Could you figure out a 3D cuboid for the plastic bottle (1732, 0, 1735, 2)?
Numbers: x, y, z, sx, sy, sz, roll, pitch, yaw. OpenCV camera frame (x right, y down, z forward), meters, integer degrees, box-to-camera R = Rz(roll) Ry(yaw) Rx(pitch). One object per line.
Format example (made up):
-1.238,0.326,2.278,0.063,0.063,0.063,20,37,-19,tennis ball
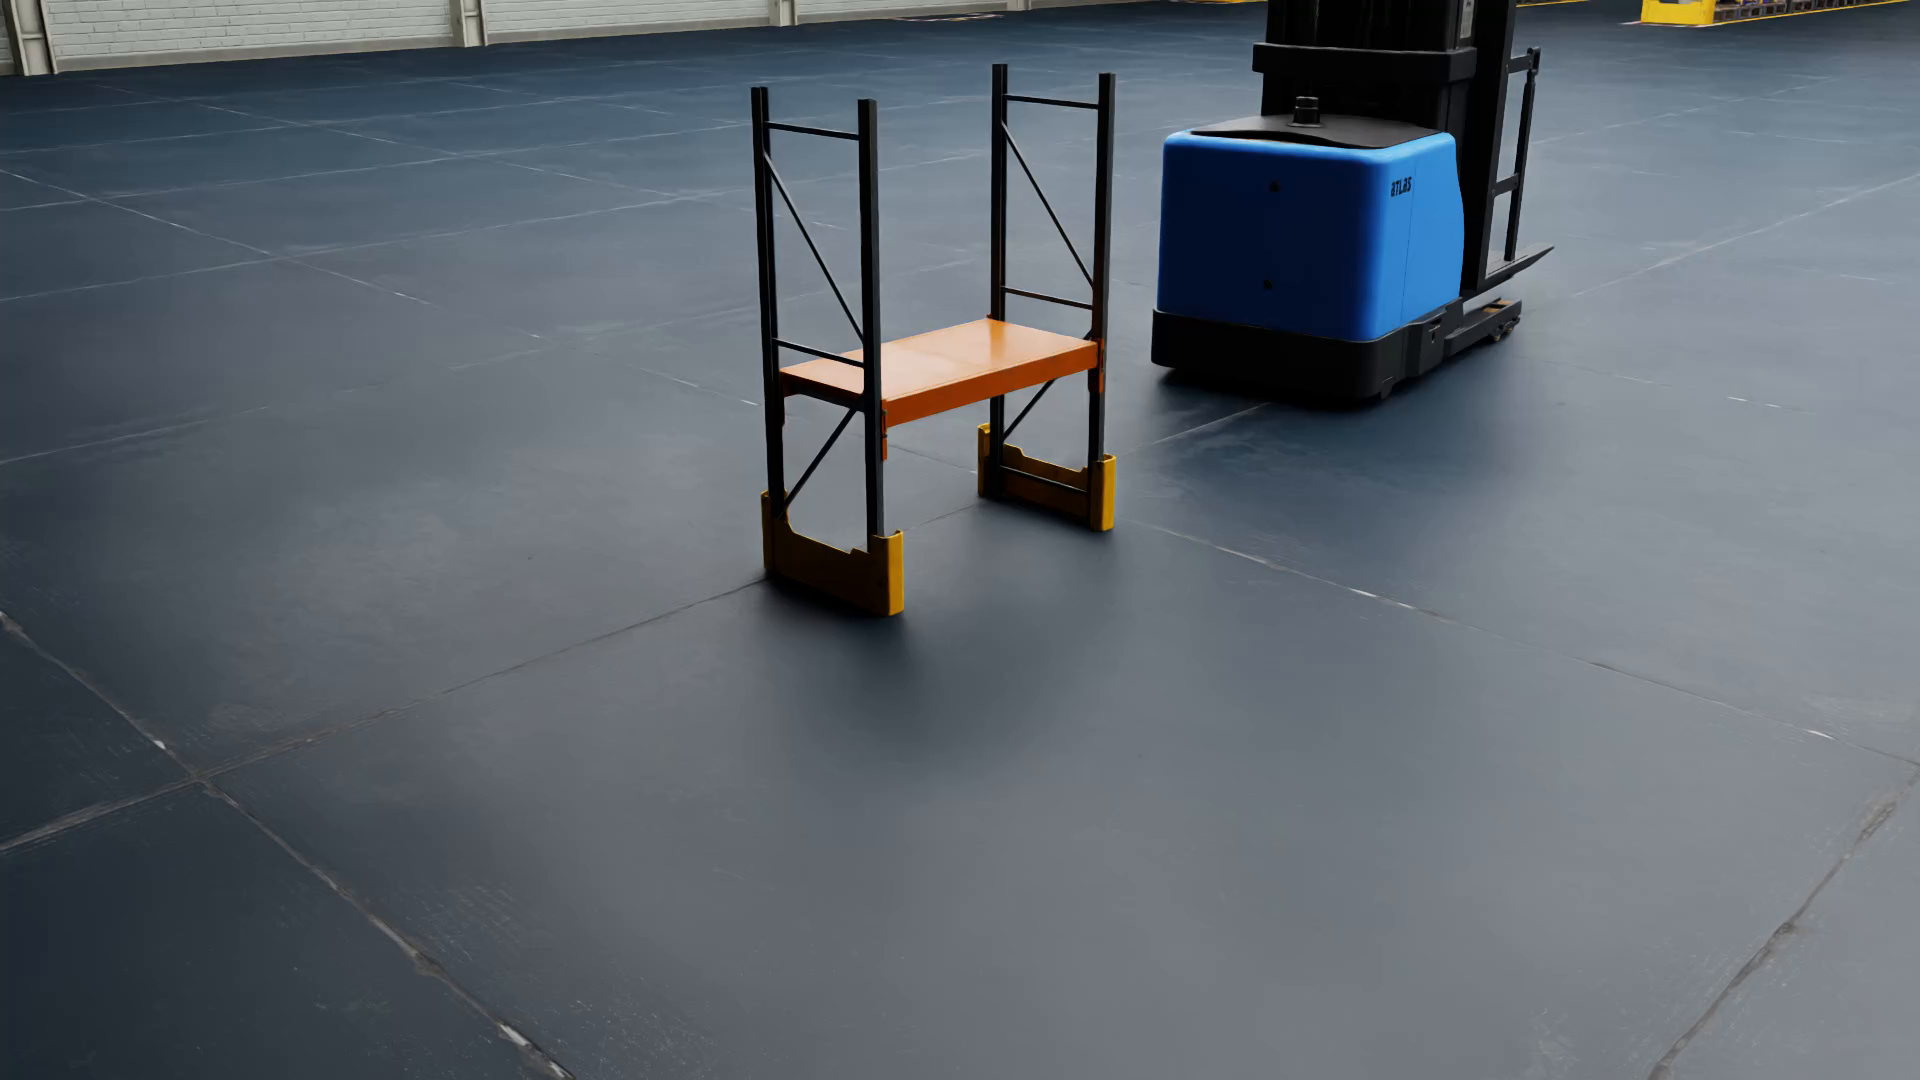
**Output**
14.595,-10.313,31.305,0.144,0.351,0.185,19,28,41,plastic bottle

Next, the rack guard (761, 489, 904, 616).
-0.401,0.031,5.146,0.587,0.250,0.087,19,28,41,rack guard

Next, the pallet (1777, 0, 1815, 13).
15.872,-10.394,32.323,1.003,0.211,1.213,19,28,41,pallet

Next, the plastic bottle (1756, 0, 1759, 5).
14.634,-10.007,30.613,0.135,0.276,0.152,-20,28,-41,plastic bottle

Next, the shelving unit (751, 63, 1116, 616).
-0.053,-0.680,5.255,0.587,1.500,1.083,19,28,41,shelving unit

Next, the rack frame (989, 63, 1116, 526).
0.295,-0.809,5.588,0.500,1.500,0.032,19,28,41,rack frame

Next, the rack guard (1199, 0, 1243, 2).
5.516,-11.788,35.547,1.175,0.500,0.348,19,28,41,rack guard

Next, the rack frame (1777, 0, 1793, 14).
15.352,-11.484,31.272,1.000,3.000,0.127,19,28,41,rack frame

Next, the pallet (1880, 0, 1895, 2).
19.514,-11.736,35.814,1.003,0.211,1.213,19,28,41,pallet

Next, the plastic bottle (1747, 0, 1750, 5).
14.359,-9.889,30.313,0.097,0.271,0.097,0,21,0,plastic bottle

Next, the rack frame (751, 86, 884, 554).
-0.414,-0.547,4.908,0.500,1.500,0.032,19,28,41,rack frame

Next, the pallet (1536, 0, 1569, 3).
12.292,-11.622,35.518,1.003,0.211,1.213,19,28,41,pallet

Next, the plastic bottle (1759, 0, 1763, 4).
14.750,-10.083,30.705,0.144,0.351,0.185,19,28,40,plastic bottle

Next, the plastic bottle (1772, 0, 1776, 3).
15.253,-10.215,31.144,0.133,0.283,0.061,-18,28,-39,plastic bottle

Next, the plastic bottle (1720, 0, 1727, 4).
14.187,-10.126,30.922,0.152,0.276,0.135,19,28,41,plastic bottle

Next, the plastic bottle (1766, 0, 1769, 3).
14.975,-10.166,30.921,0.144,0.351,0.185,18,27,38,plastic bottle

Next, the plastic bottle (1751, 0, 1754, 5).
14.500,-9.942,30.448,0.097,0.271,0.097,0,21,0,plastic bottle

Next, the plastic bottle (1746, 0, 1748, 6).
14.289,-9.864,30.246,0.097,0.271,0.097,0,21,0,plastic bottle

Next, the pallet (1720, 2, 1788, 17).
14.854,-10.020,31.350,1.003,0.211,1.213,19,28,41,pallet

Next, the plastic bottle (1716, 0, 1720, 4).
14.051,-10.055,30.841,0.097,0.201,0.097,0,21,0,plastic bottle

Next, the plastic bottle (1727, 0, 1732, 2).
14.477,-10.245,31.237,0.097,0.271,0.097,0,21,0,plastic bottle

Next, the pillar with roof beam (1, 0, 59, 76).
-8.326,-8.885,16.149,9.100,9.000,0.400,19,28,41,pillar with roof beam

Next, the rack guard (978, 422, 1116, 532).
0.294,-0.225,5.812,0.587,0.250,0.087,19,28,41,rack guard

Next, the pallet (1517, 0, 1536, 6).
11.221,-11.229,34.495,1.003,0.211,1.213,19,28,41,pallet

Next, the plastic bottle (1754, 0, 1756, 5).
14.571,-9.935,30.529,0.097,0.201,0.097,0,21,0,plastic bottle

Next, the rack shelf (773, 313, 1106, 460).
-0.060,-0.510,5.313,0.538,0.185,1.000,19,28,41,rack shelf

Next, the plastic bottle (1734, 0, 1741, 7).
14.050,-9.776,30.017,0.097,0.271,0.097,0,21,0,plastic bottle

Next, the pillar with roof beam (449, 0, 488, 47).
-4.141,-10.428,20.161,9.100,9.000,0.400,19,28,41,pillar with roof beam

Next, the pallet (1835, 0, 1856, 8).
17.574,-11.021,33.954,1.003,0.211,1.213,19,28,41,pallet

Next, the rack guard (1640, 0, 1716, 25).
12.581,-9.320,29.127,1.175,0.500,0.348,19,28,41,rack guard

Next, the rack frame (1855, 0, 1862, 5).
18.142,-12.512,33.947,1.000,3.000,0.127,19,28,41,rack frame

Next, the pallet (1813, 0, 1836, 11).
16.723,-10.709,33.142,1.003,0.211,1.213,19,28,41,pallet

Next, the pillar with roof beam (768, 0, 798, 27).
0.045,-11.970,24.174,9.100,9.000,0.400,19,28,41,pillar with roof beam

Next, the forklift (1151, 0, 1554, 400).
2.127,-2.424,7.795,1.130,2.935,3.031,15,25,33,forklift

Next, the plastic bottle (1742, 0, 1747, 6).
14.221,-9.835,30.154,0.133,0.283,0.061,-20,28,-41,plastic bottle

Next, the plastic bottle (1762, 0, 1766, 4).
14.892,-10.082,30.797,0.133,0.283,0.061,-18,27,-39,plastic bottle

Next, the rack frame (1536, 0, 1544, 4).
11.806,-12.725,34.500,1.000,3.000,0.127,19,28,41,rack frame

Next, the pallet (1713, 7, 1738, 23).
13.151,-9.393,29.718,1.003,0.211,1.213,19,28,41,pallet

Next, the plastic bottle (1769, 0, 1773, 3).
15.109,-10.215,31.050,0.144,0.351,0.185,18,28,39,plastic bottle

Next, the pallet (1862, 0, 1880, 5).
18.663,-11.424,35.002,1.003,0.211,1.213,19,28,41,pallet

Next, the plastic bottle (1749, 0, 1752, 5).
14.428,-9.882,30.392,0.097,0.201,0.097,0,21,0,plastic bottle

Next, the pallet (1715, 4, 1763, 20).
14.002,-9.705,30.530,1.003,0.211,1.213,19,28,41,pallet

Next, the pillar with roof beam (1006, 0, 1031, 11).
4.231,-13.512,28.187,9.100,9.000,0.400,19,28,41,pillar with roof beam

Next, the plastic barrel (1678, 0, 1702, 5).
12.966,-9.679,29.458,0.421,0.512,0.421,0,21,0,plastic barrel

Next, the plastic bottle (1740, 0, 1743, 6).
14.122,-9.770,30.099,0.097,0.201,0.097,0,21,0,plastic bottle
